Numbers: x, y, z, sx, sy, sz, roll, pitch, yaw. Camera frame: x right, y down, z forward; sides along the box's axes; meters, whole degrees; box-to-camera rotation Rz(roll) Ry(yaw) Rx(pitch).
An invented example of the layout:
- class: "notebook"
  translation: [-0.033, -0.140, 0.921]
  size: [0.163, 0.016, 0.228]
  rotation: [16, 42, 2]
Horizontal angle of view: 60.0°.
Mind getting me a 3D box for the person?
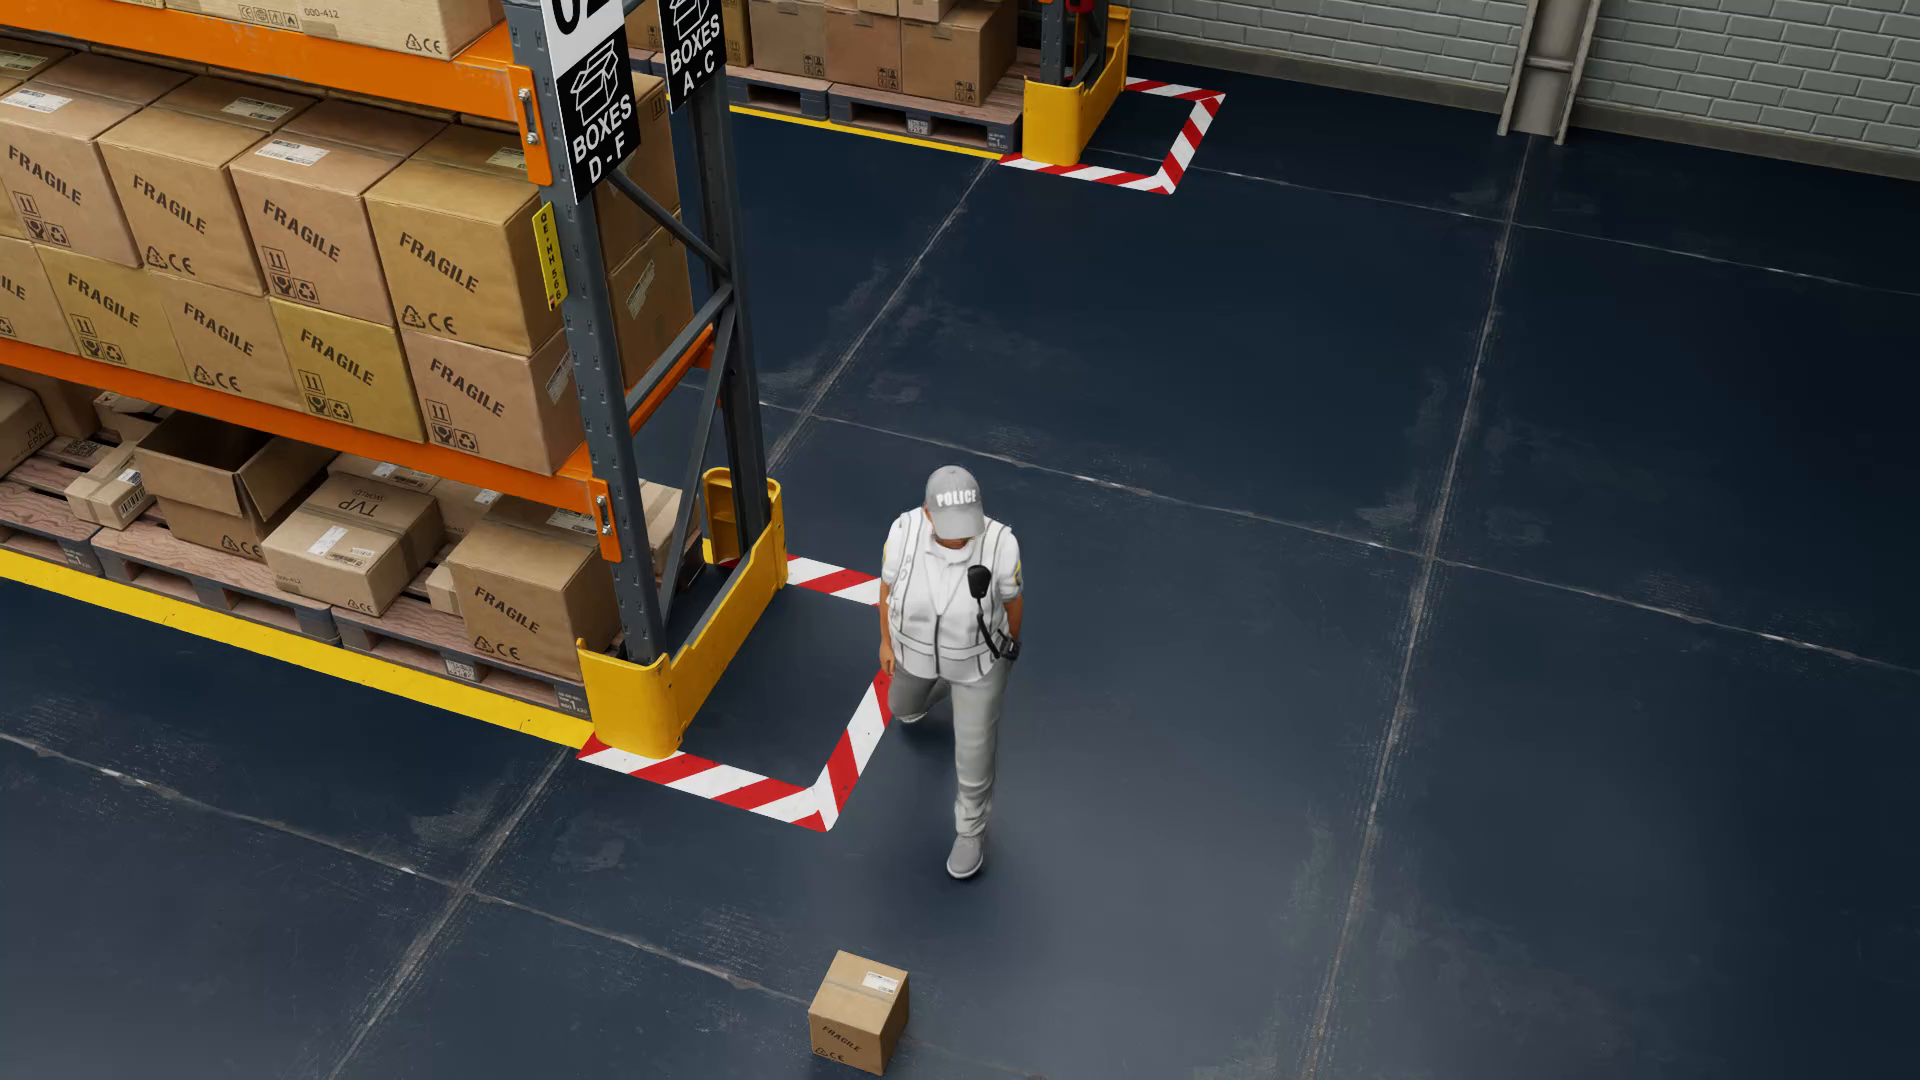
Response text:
- class: "person"
  translation: [-0.044, 0.325, 5.780]
  size: [0.545, 1.642, 0.839]
  rotation: [11, 43, 12]
